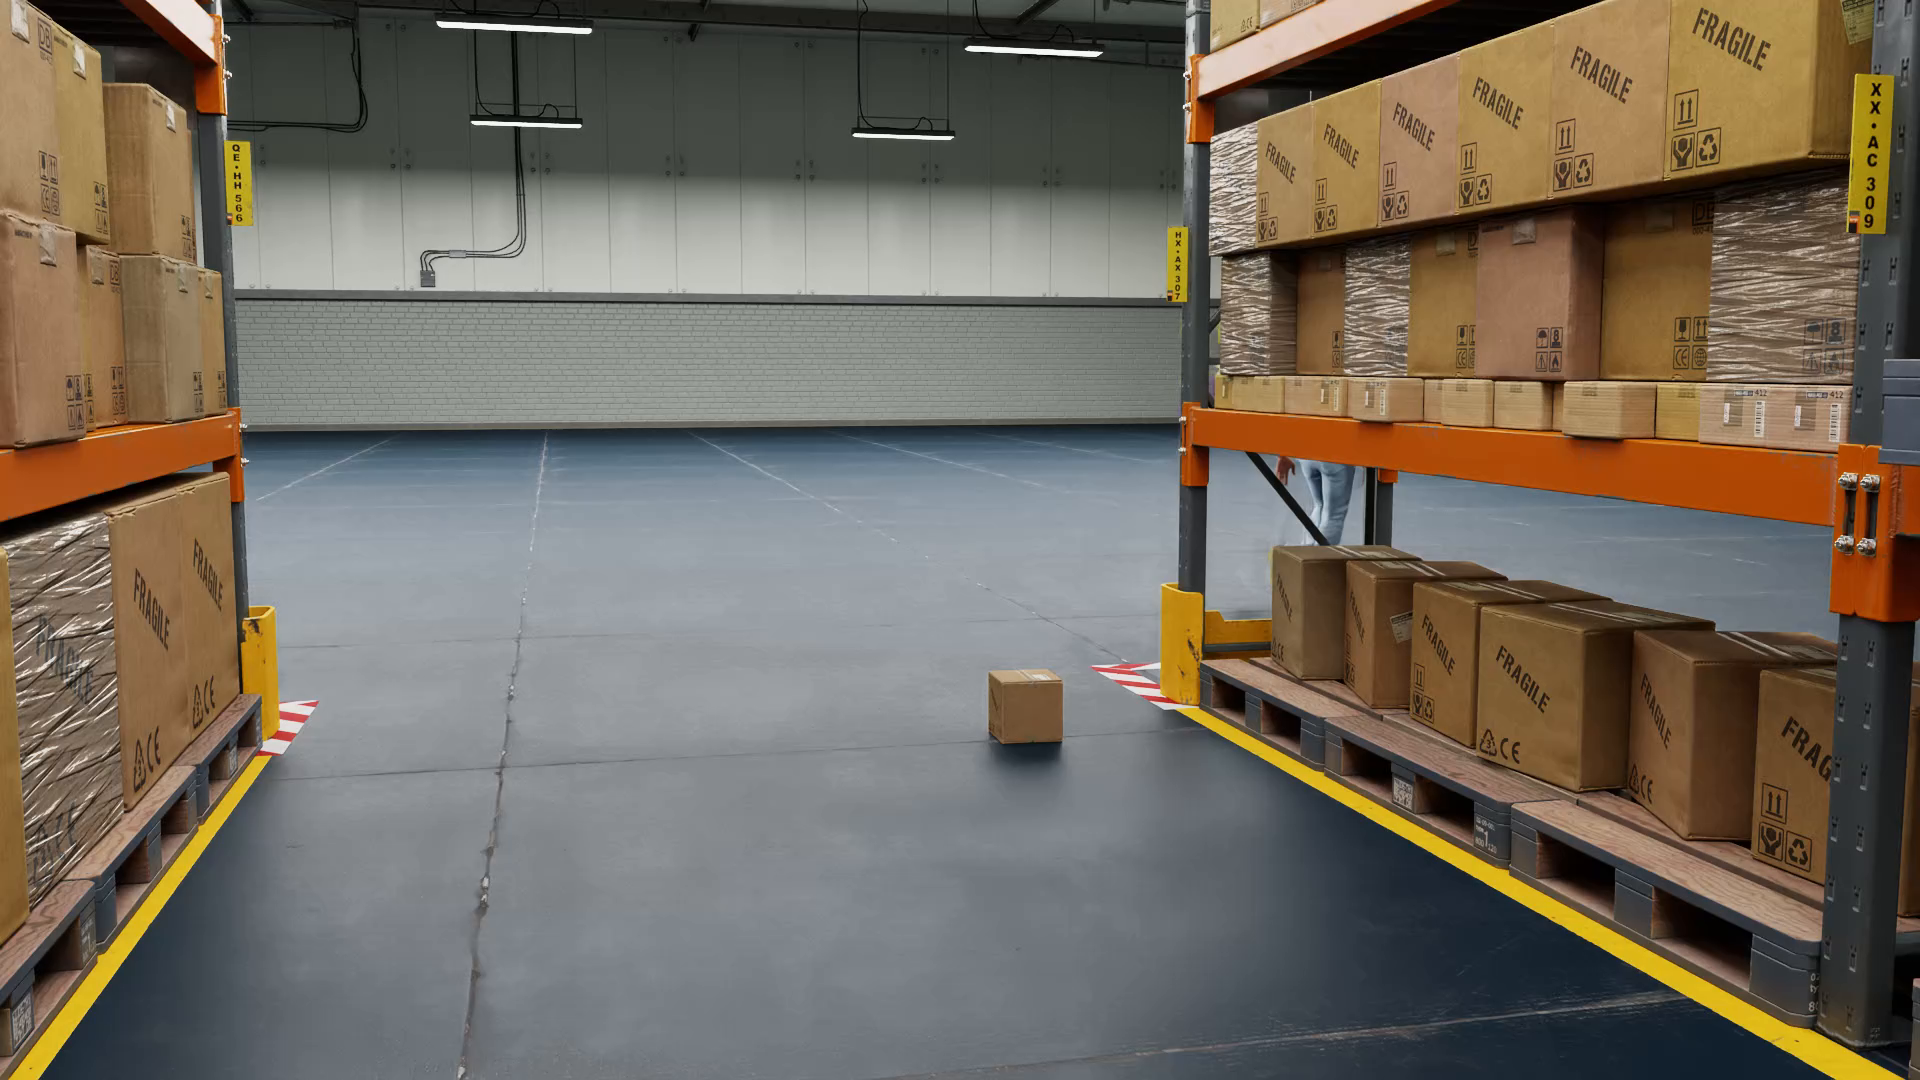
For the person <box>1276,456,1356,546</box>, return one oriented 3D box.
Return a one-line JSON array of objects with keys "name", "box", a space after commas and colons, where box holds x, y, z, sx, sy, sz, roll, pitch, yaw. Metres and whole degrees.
[{"name": "person", "box": [2.376, -0.512, 10.627, 0.513, 1.794, 0.626, -6, 9, -44]}]
